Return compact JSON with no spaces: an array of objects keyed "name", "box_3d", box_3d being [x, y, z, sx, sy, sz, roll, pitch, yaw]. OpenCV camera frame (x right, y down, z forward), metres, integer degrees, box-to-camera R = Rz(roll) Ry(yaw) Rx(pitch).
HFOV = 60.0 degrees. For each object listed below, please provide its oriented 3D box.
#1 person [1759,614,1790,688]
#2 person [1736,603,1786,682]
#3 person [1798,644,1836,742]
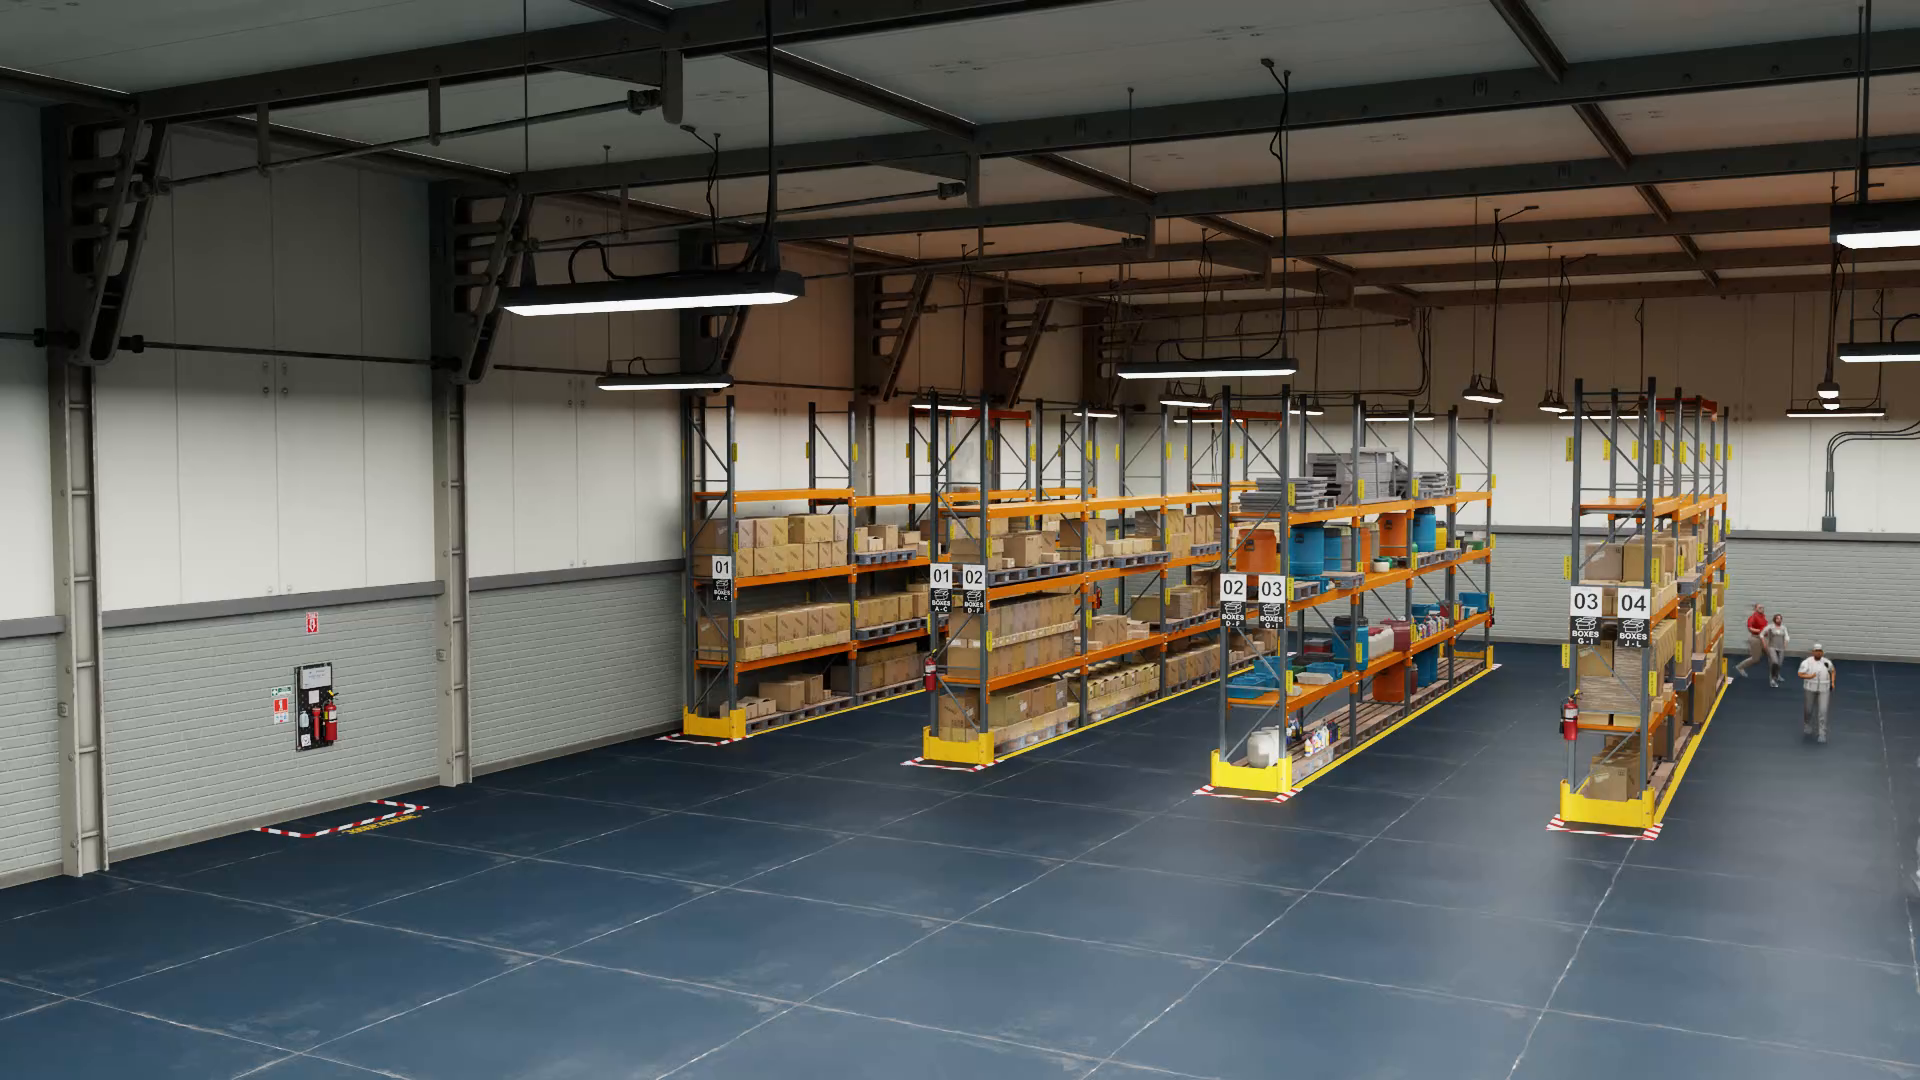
[{"name":"person","box_3d":[17.355,2.353,35.360,0.544,1.564,0.596,0,3,6]},{"name":"person","box_3d":[17.558,2.242,36.557,0.681,1.722,0.960,-2,4,-33]},{"name":"person","box_3d":[14.923,2.630,28.960,0.607,1.651,0.941,1,3,22]}]
